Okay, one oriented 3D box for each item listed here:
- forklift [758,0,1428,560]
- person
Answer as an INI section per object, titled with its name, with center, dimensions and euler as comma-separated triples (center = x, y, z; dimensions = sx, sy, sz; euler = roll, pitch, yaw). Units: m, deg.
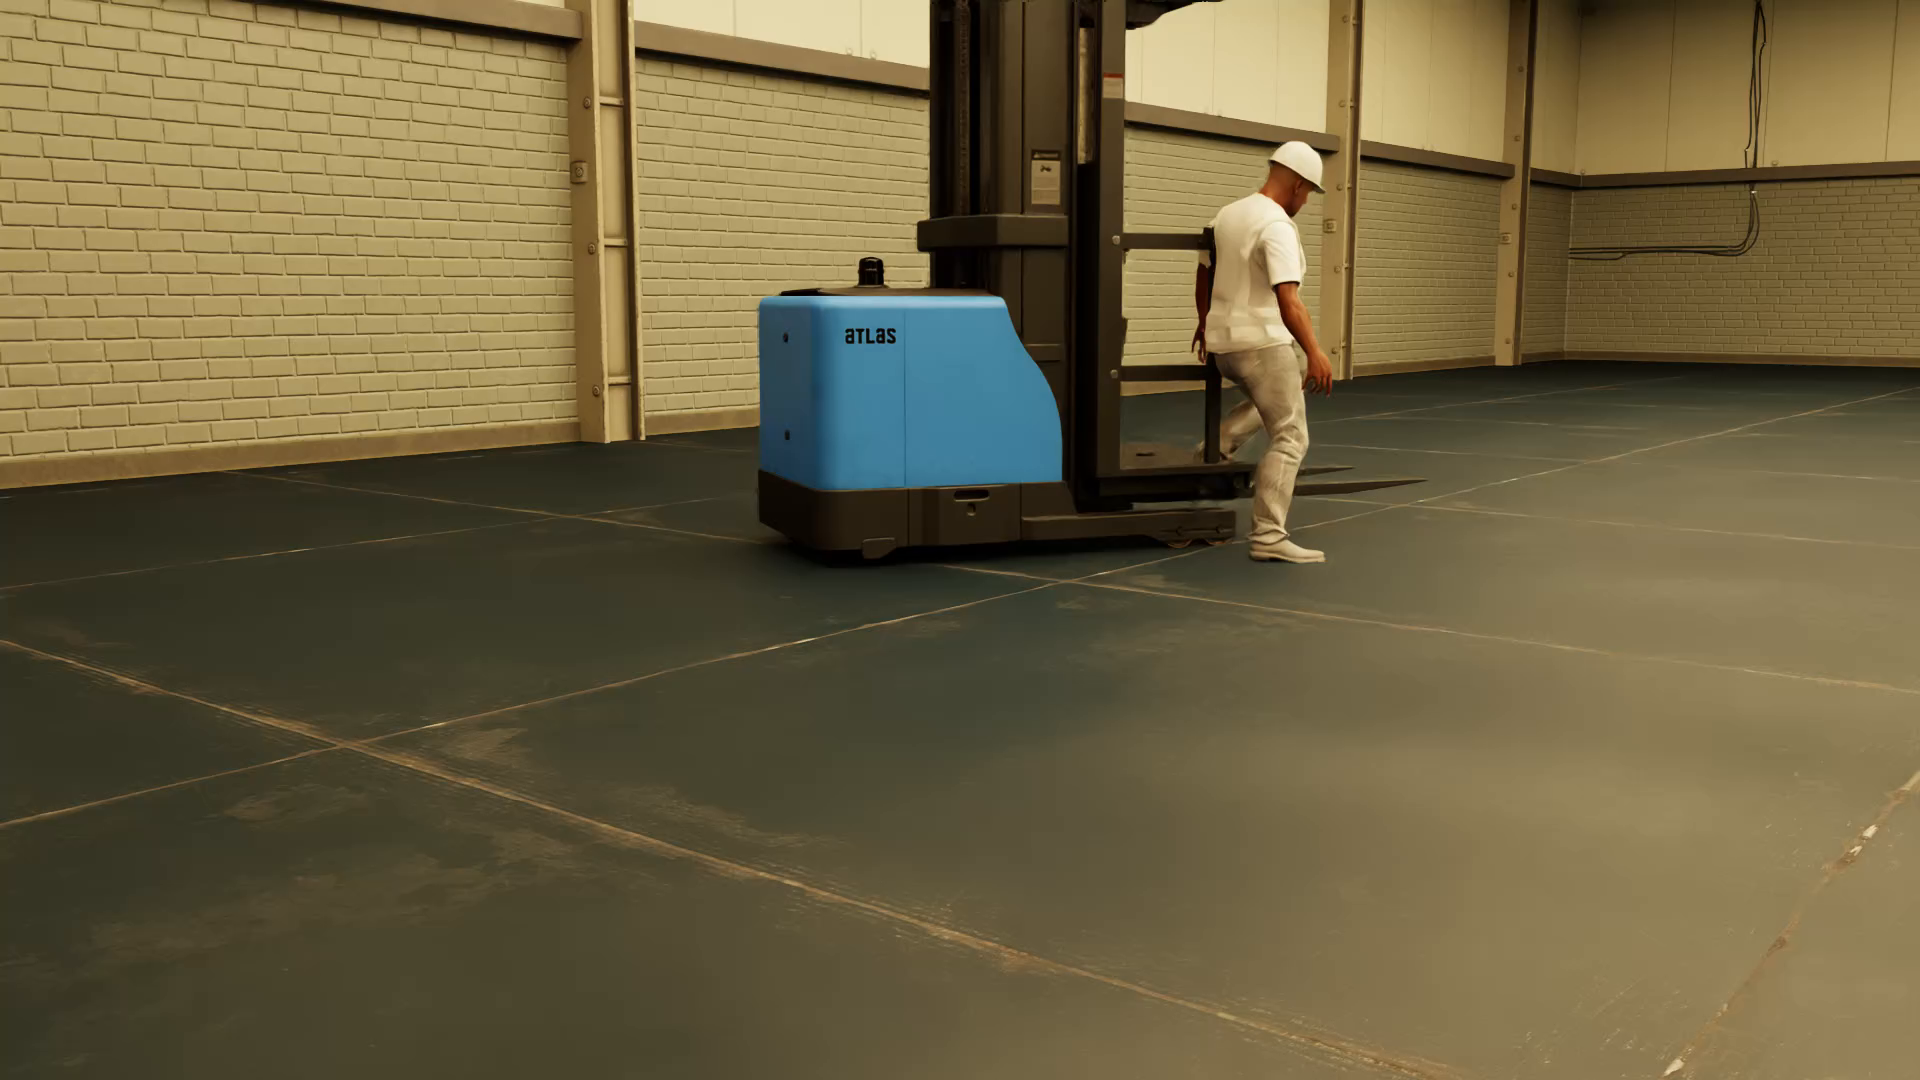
[forklift]
center = 0.668, -1.480, 7.399
dimensions = 3.031, 2.935, 1.130
euler = -3, 9, -21
[person]
center = 1.317, -0.800, 7.014
dimensions = 0.492, 1.713, 0.963
euler = -3, 9, -19
